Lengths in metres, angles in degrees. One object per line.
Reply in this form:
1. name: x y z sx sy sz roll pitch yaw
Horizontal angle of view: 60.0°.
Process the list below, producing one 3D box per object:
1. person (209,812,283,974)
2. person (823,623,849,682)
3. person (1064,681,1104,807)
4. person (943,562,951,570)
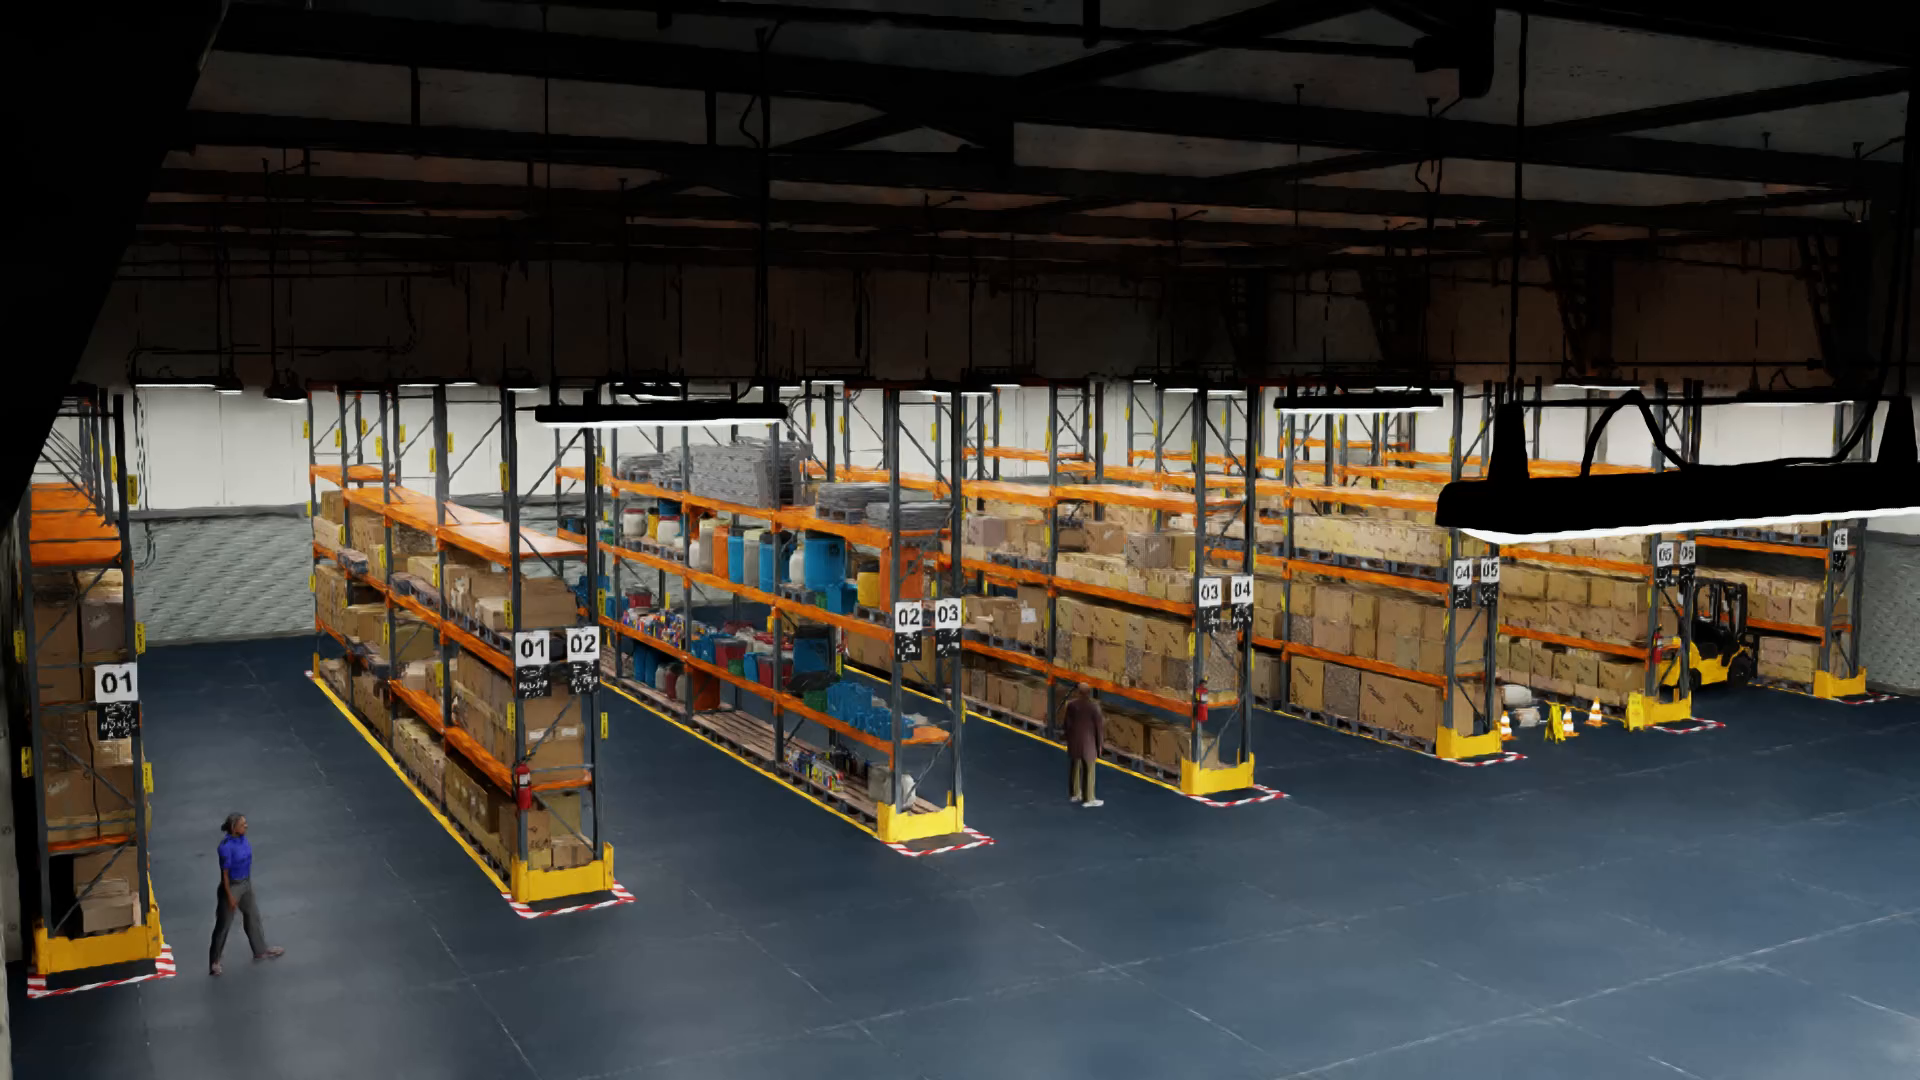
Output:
1. person: -7.561 3.657 17.441 0.559 1.633 0.697 1 6 9
2. person: -2.402 2.142 31.350 0.677 1.742 0.552 -4 7 -30
3. person: 1.791 2.957 23.837 0.638 1.667 0.514 4 7 31
4. person: -0.282 1.046 41.723 0.550 1.723 0.546 3 7 27
